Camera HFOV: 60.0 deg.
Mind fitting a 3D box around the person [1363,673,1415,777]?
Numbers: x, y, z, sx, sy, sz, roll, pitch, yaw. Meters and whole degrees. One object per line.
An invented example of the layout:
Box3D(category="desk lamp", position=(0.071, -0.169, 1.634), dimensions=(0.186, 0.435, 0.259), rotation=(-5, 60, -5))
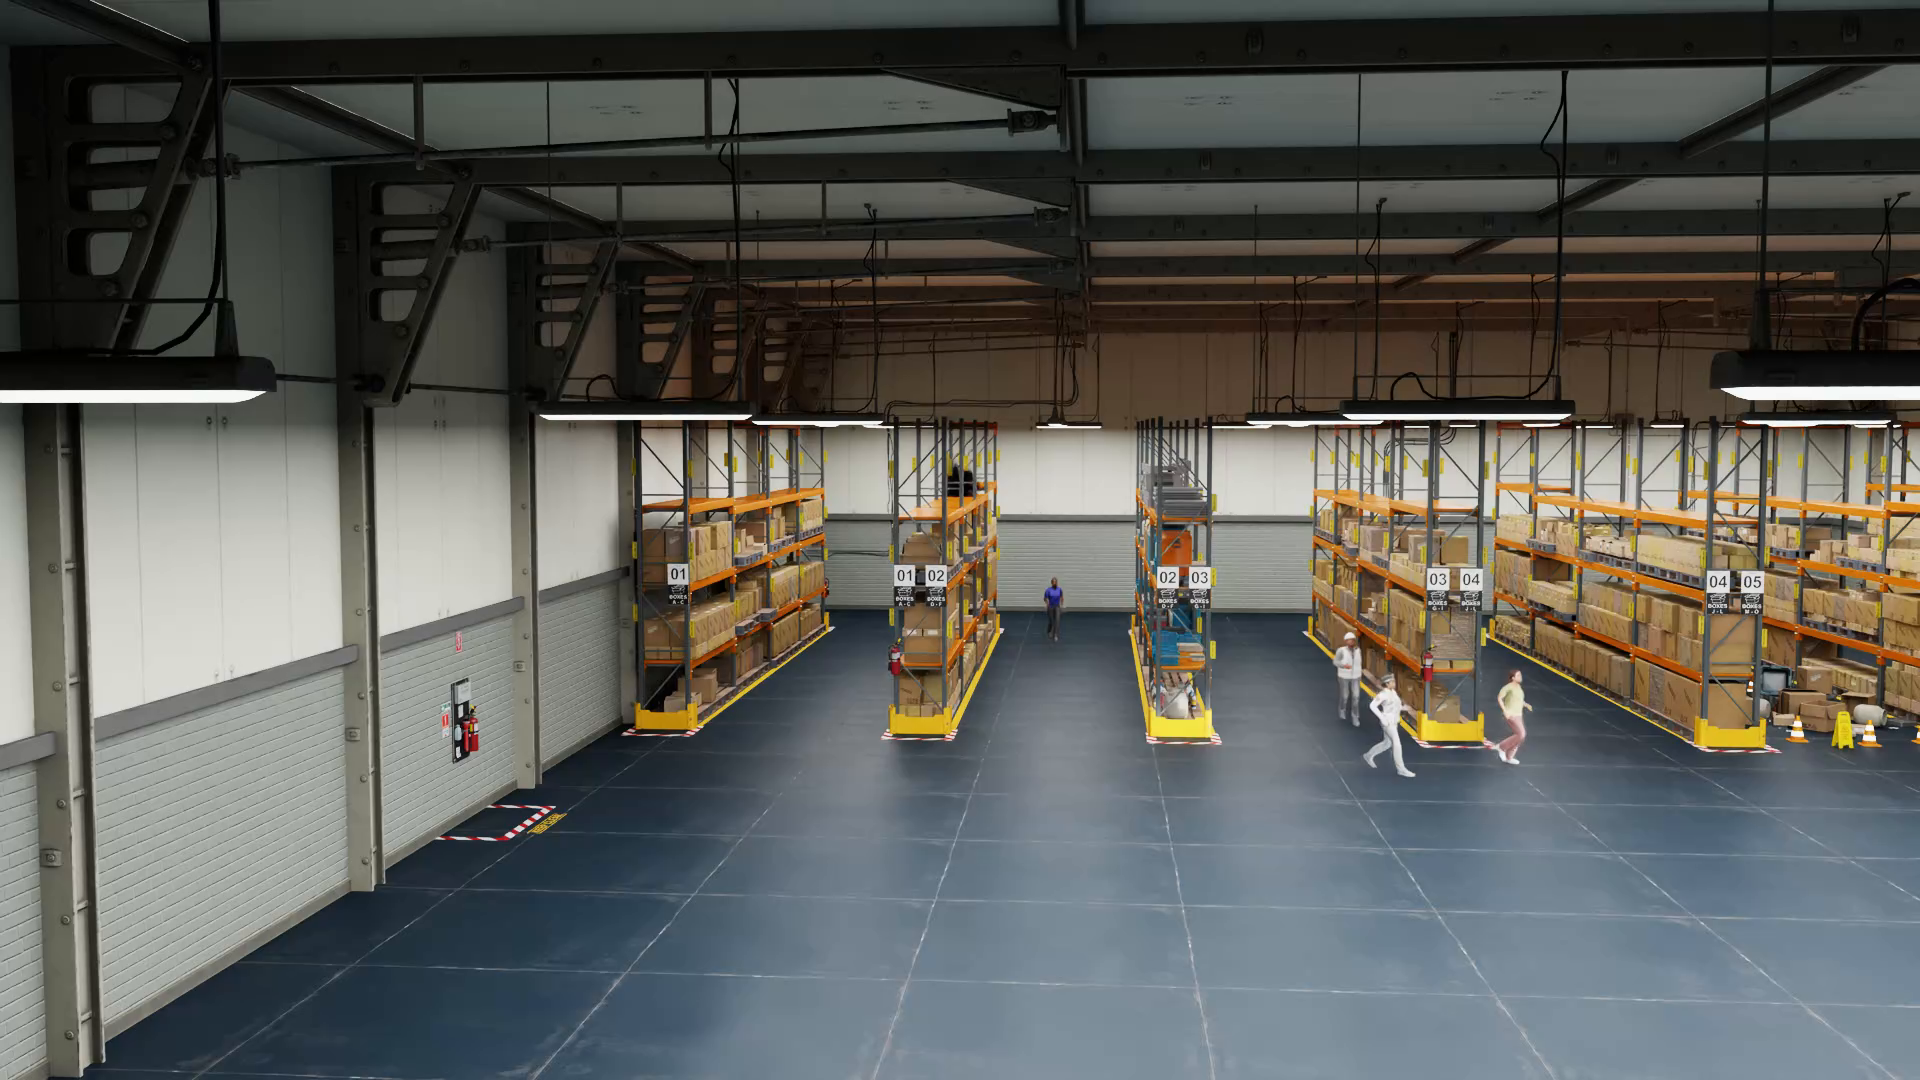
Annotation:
Box3D(category="person", position=(7.134, 3.051, 27.660), dimensions=(0.941, 1.673, 0.613), rotation=(3, 5, 35))

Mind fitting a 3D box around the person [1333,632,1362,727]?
Box3D(category="person", position=(7.617, 2.707, 32.613), dimensions=(0.644, 1.812, 0.851), rotation=(0, 4, -1))

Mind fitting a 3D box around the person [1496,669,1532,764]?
Box3D(category="person", position=(9.555, 3.035, 28.655), dimensions=(0.533, 1.638, 0.592), rotation=(3, 5, 42))

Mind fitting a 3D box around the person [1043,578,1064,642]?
Box3D(category="person", position=(2.450, 1.812, 43.351), dimensions=(0.565, 1.626, 0.686), rotation=(-1, 4, -10))
